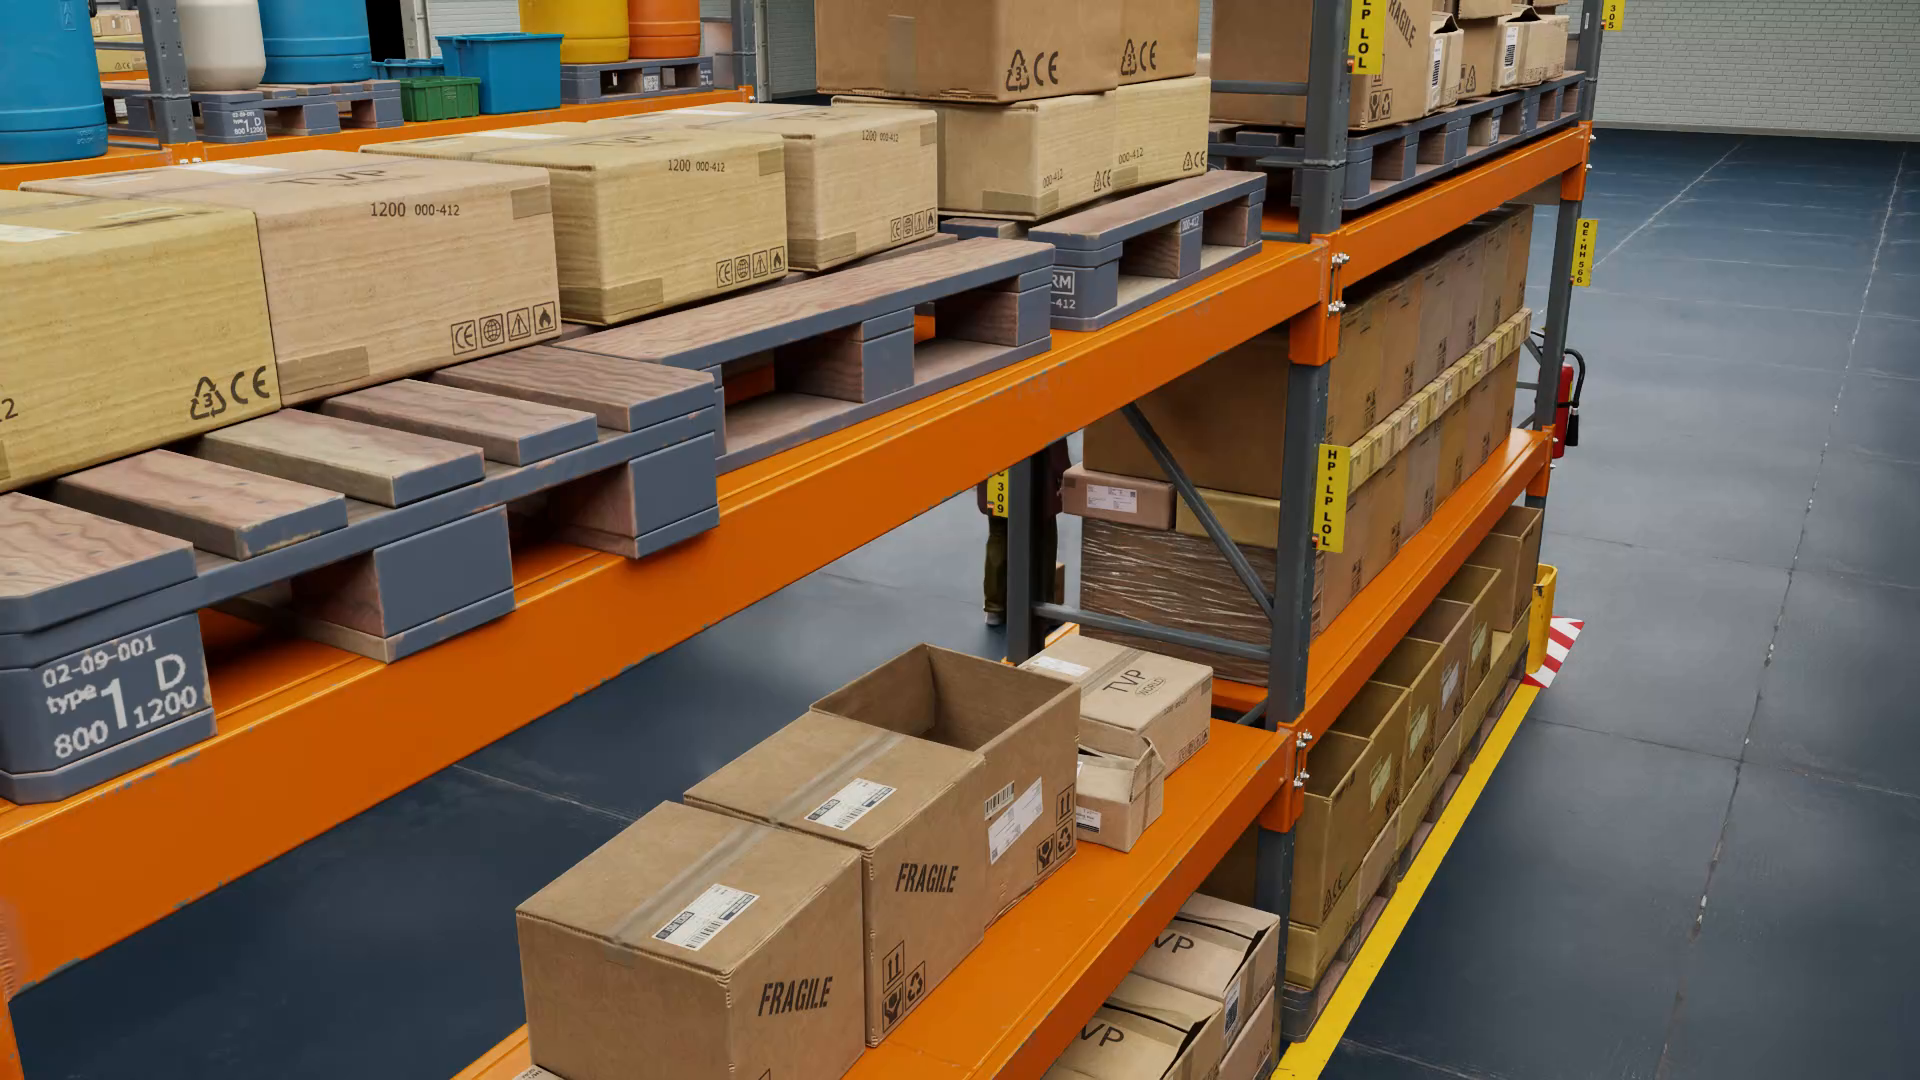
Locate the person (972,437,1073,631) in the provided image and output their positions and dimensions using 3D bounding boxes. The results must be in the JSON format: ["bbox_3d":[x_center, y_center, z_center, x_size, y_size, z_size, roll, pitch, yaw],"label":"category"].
[{"bbox_3d":[0.319,-0.379,9.186,0.644,1.772,0.429,9,21,25],"label":"person"}]
